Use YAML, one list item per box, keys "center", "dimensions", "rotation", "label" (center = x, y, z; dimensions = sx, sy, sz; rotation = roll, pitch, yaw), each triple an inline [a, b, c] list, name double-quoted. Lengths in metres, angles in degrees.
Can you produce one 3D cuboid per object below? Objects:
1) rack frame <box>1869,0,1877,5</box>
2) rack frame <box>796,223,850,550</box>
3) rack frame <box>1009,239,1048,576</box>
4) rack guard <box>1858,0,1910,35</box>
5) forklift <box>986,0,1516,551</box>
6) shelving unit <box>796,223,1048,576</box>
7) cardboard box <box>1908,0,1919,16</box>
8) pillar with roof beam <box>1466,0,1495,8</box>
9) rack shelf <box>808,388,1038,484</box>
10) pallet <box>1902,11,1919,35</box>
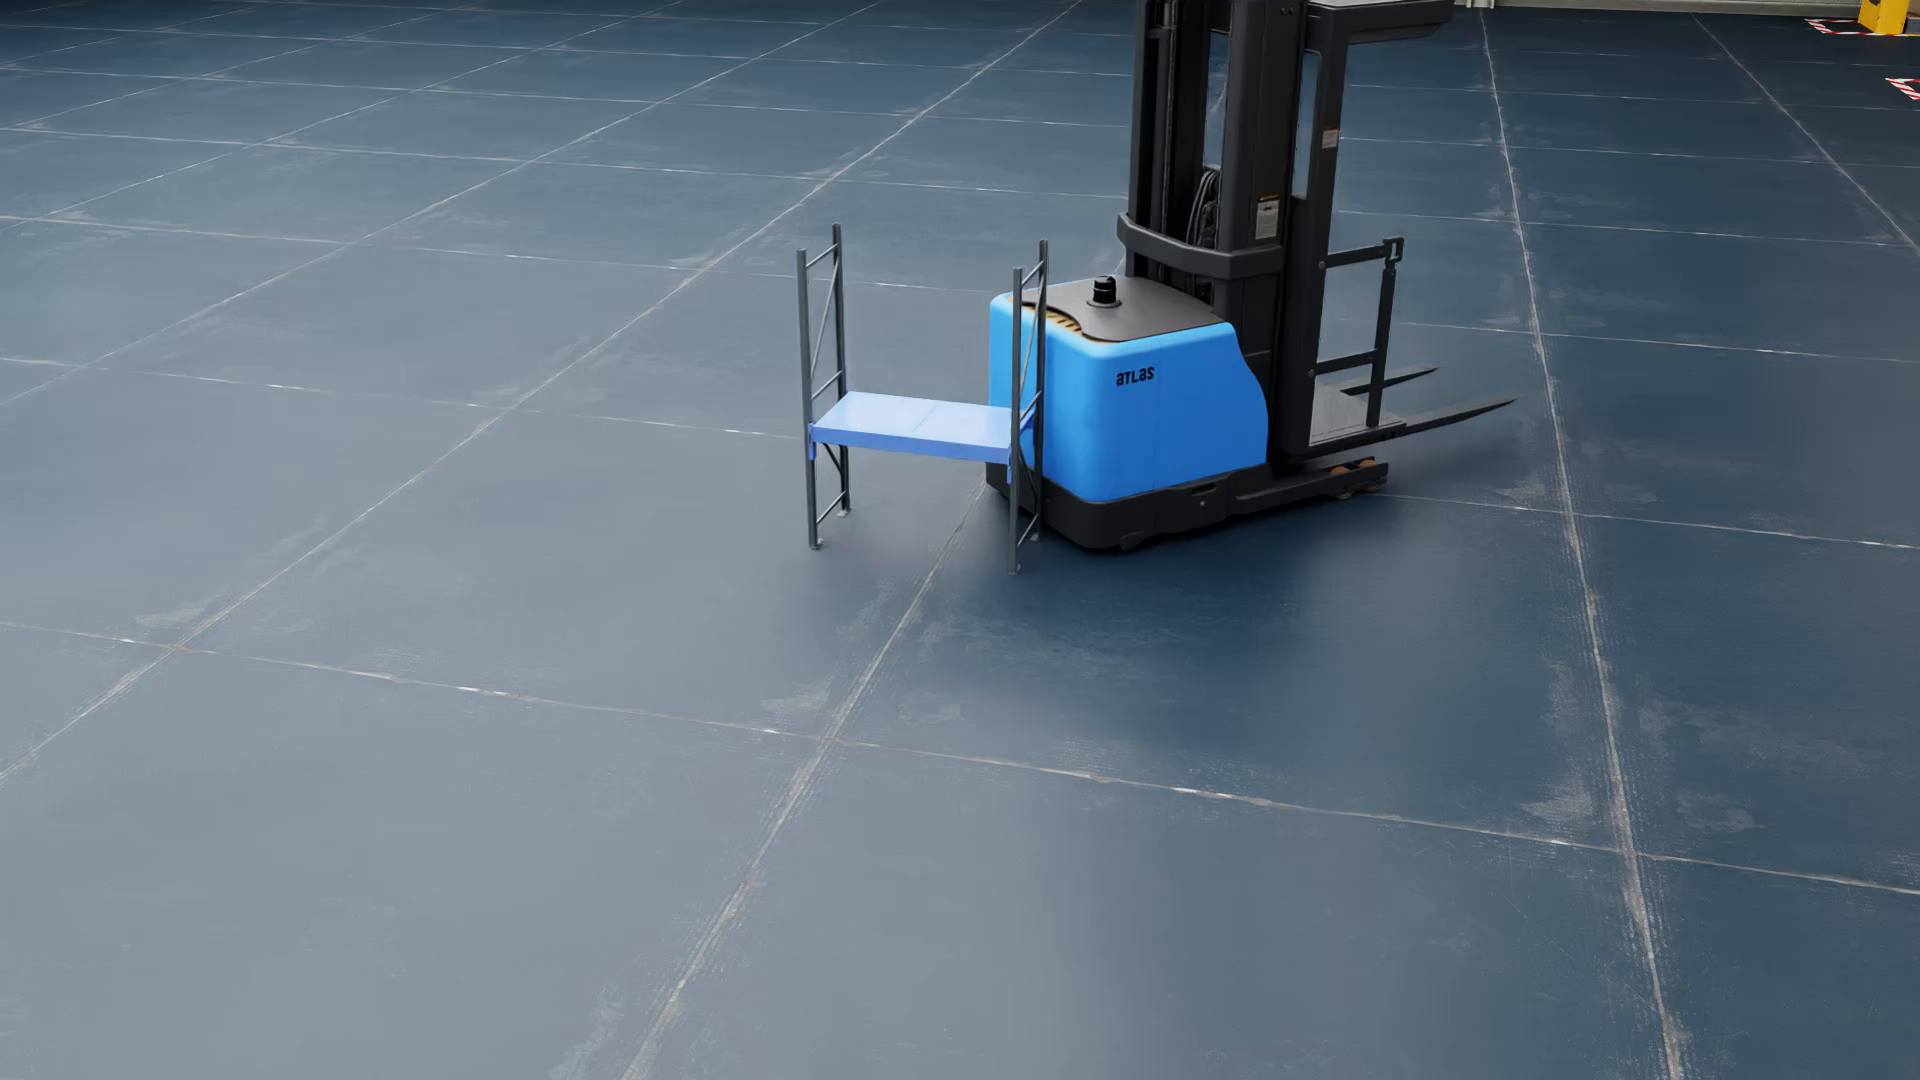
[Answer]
- center: [12.835, -8.550, 22.720]
  dimensions: [0.127, 3.000, 1.000]
  rotation: [6, 26, 13]
  label: "rack frame"
- center: [-0.654, -0.735, 8.049]
  dimensions: [0.032, 1.500, 0.500]
  rotation: [7, 26, 15]
  label: "rack frame"
- center: [0.319, -0.609, 7.783]
  dimensions: [0.032, 1.500, 0.500]
  rotation: [7, 26, 15]
  label: "rack frame"
- center: [12.909, -7.414, 23.241]
  dimensions: [0.348, 0.500, 1.175]
  rotation: [6, 26, 13]
  label: "rack guard"
- center: [1.669, -1.719, 8.450]
  dimensions: [3.031, 2.935, 1.130]
  rotation: [-14, 29, -27]
  label: "forklift"
- center: [-0.168, -0.672, 7.916]
  dimensions: [1.048, 1.500, 0.538]
  rotation: [7, 26, 15]
  label: "shelving unit"
- center: [13.483, -7.424, 22.969]
  dimensions: [0.500, 0.311, 0.500]
  rotation: [3, 26, 7]
  label: "cardboard box"
- center: [6.845, -10.394, 19.614]
  dimensions: [0.400, 9.000, 9.100]
  rotation: [6, 26, 13]
  label: "pillar with roof beam"
- center: [-0.168, -0.509, 7.994]
  dimensions: [1.000, 0.185, 0.538]
  rotation: [7, 26, 15]
  label: "rack shelf"
- center: [13.687, -7.182, 23.089]
  dimensions: [1.213, 0.211, 1.003]
  rotation: [6, 26, 13]
  label: "pallet"
